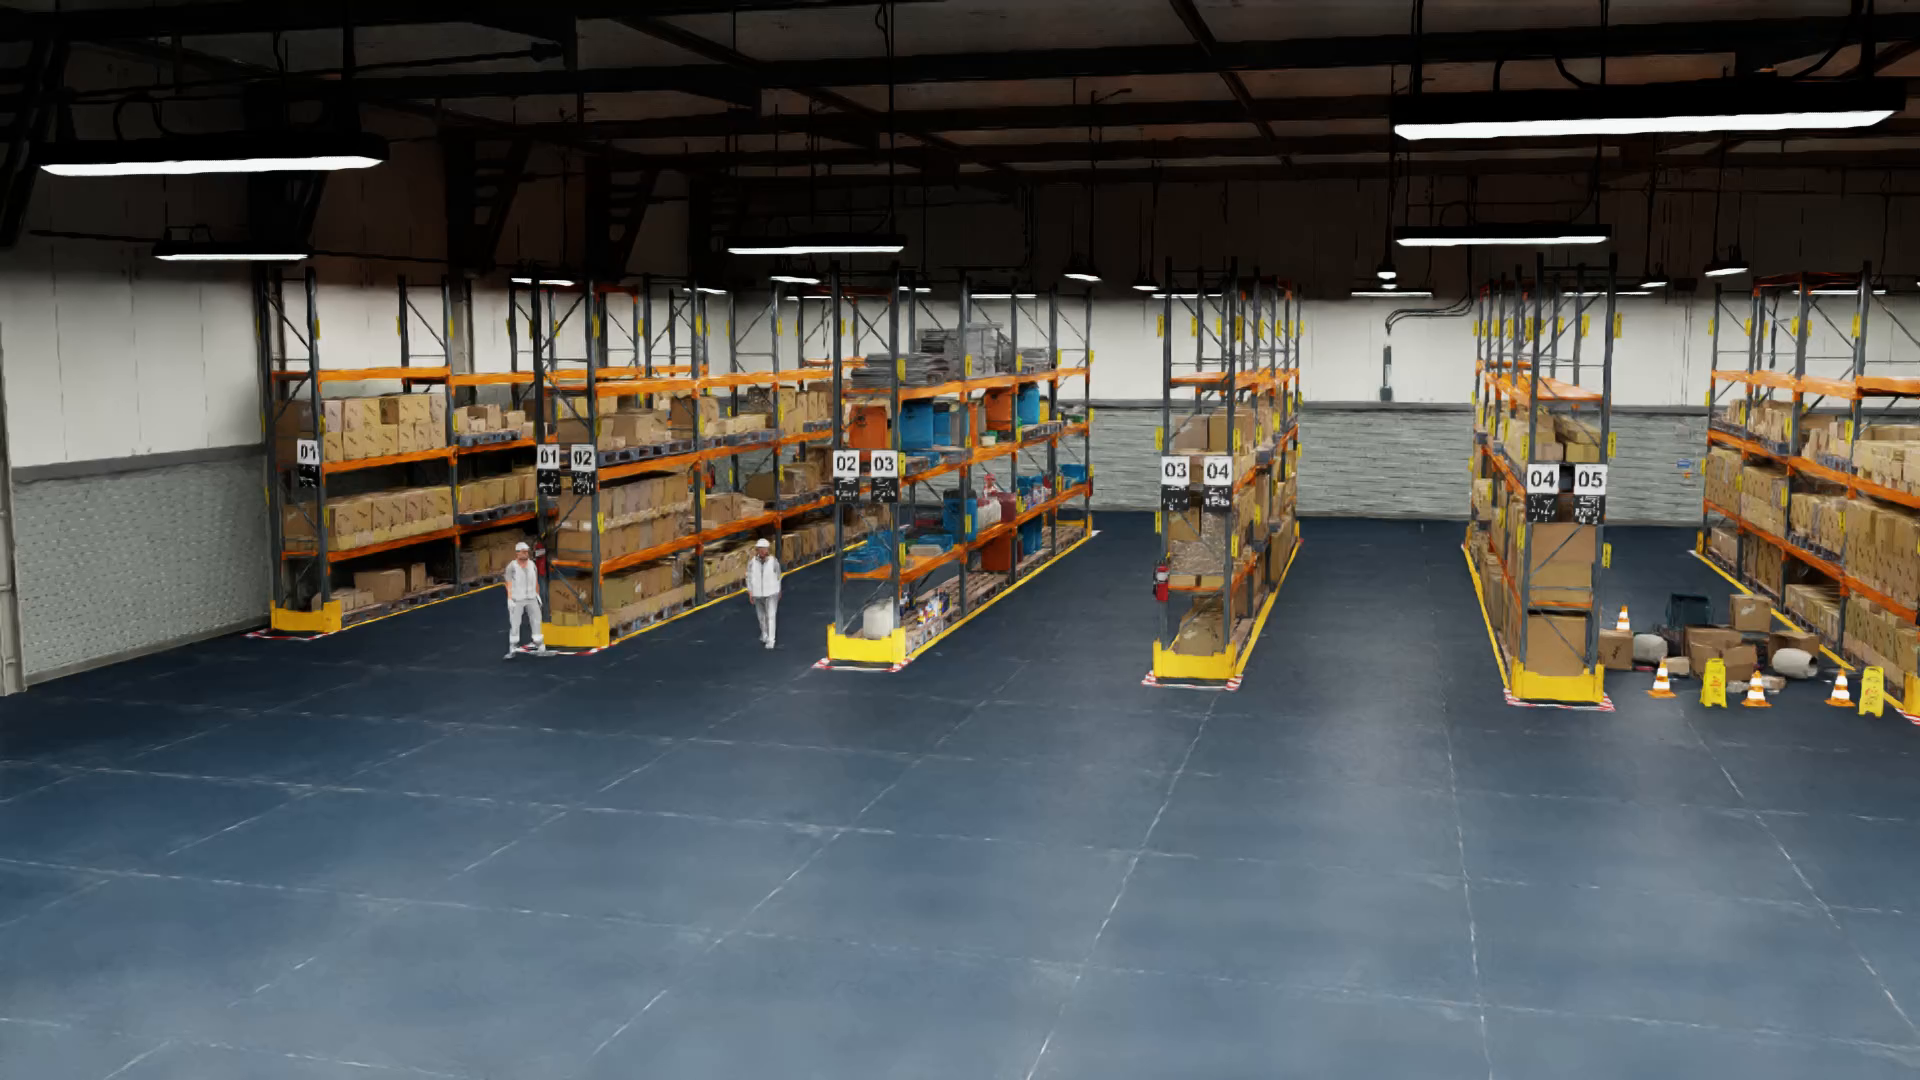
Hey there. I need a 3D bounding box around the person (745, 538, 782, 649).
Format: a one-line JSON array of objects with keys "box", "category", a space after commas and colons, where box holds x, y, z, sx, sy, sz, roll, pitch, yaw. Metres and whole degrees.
[{"box": [-3.097, 0.825, 26.213, 0.538, 1.715, 1.026, 1, 7, 6], "category": "person"}]

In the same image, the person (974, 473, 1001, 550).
[{"box": [0.729, -0.655, 37.849, 0.552, 1.754, 0.958, 5, 9, 32], "category": "person"}]

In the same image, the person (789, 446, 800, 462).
[{"box": [-4.516, -1.796, 46.798, 0.737, 1.712, 0.568, -5, 9, -35], "category": "person"}]

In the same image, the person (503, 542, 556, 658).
[{"box": [-6.596, 0.906, 25.266, 0.700, 1.786, 0.533, -6, 9, -39], "category": "person"}]
